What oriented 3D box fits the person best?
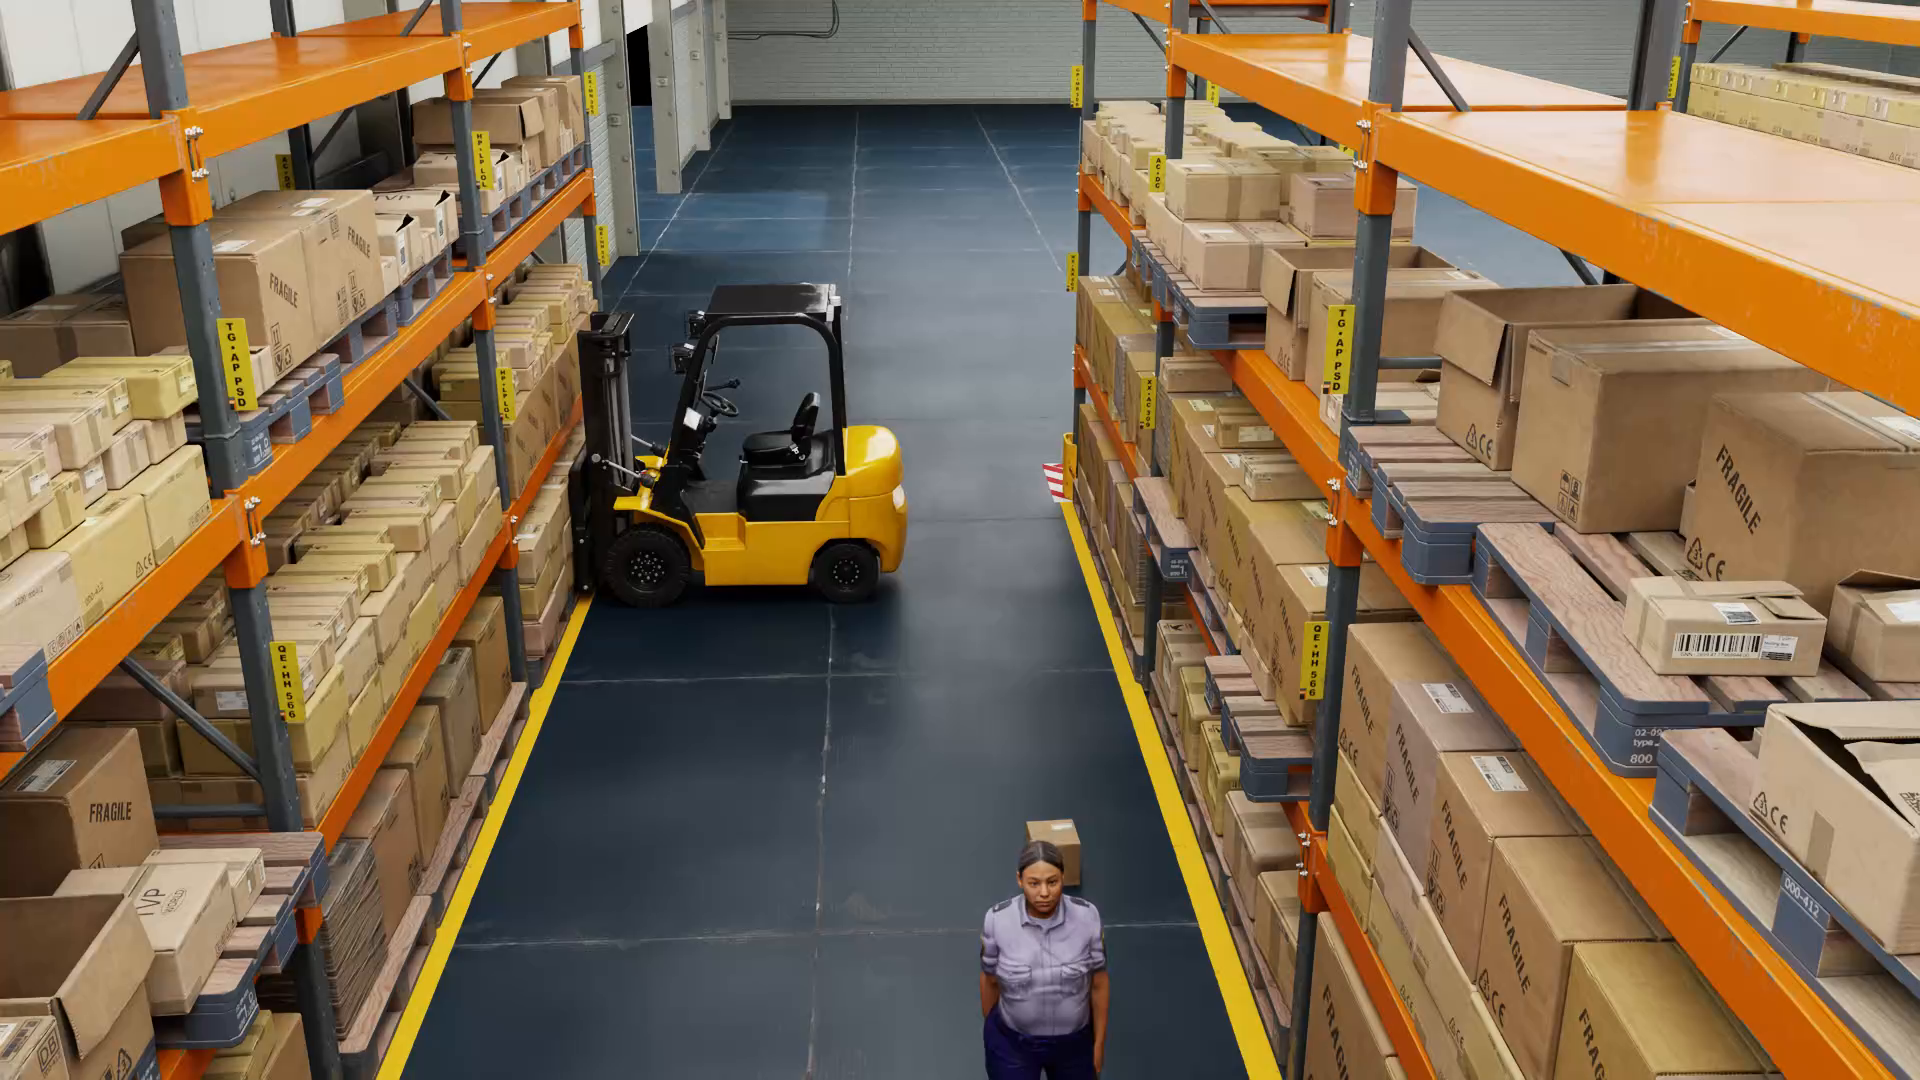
[{"bbox_3d":[0.309,1.835,6.170,0.473,1.623,0.747,-1,21,-4],"label":"person"}]
